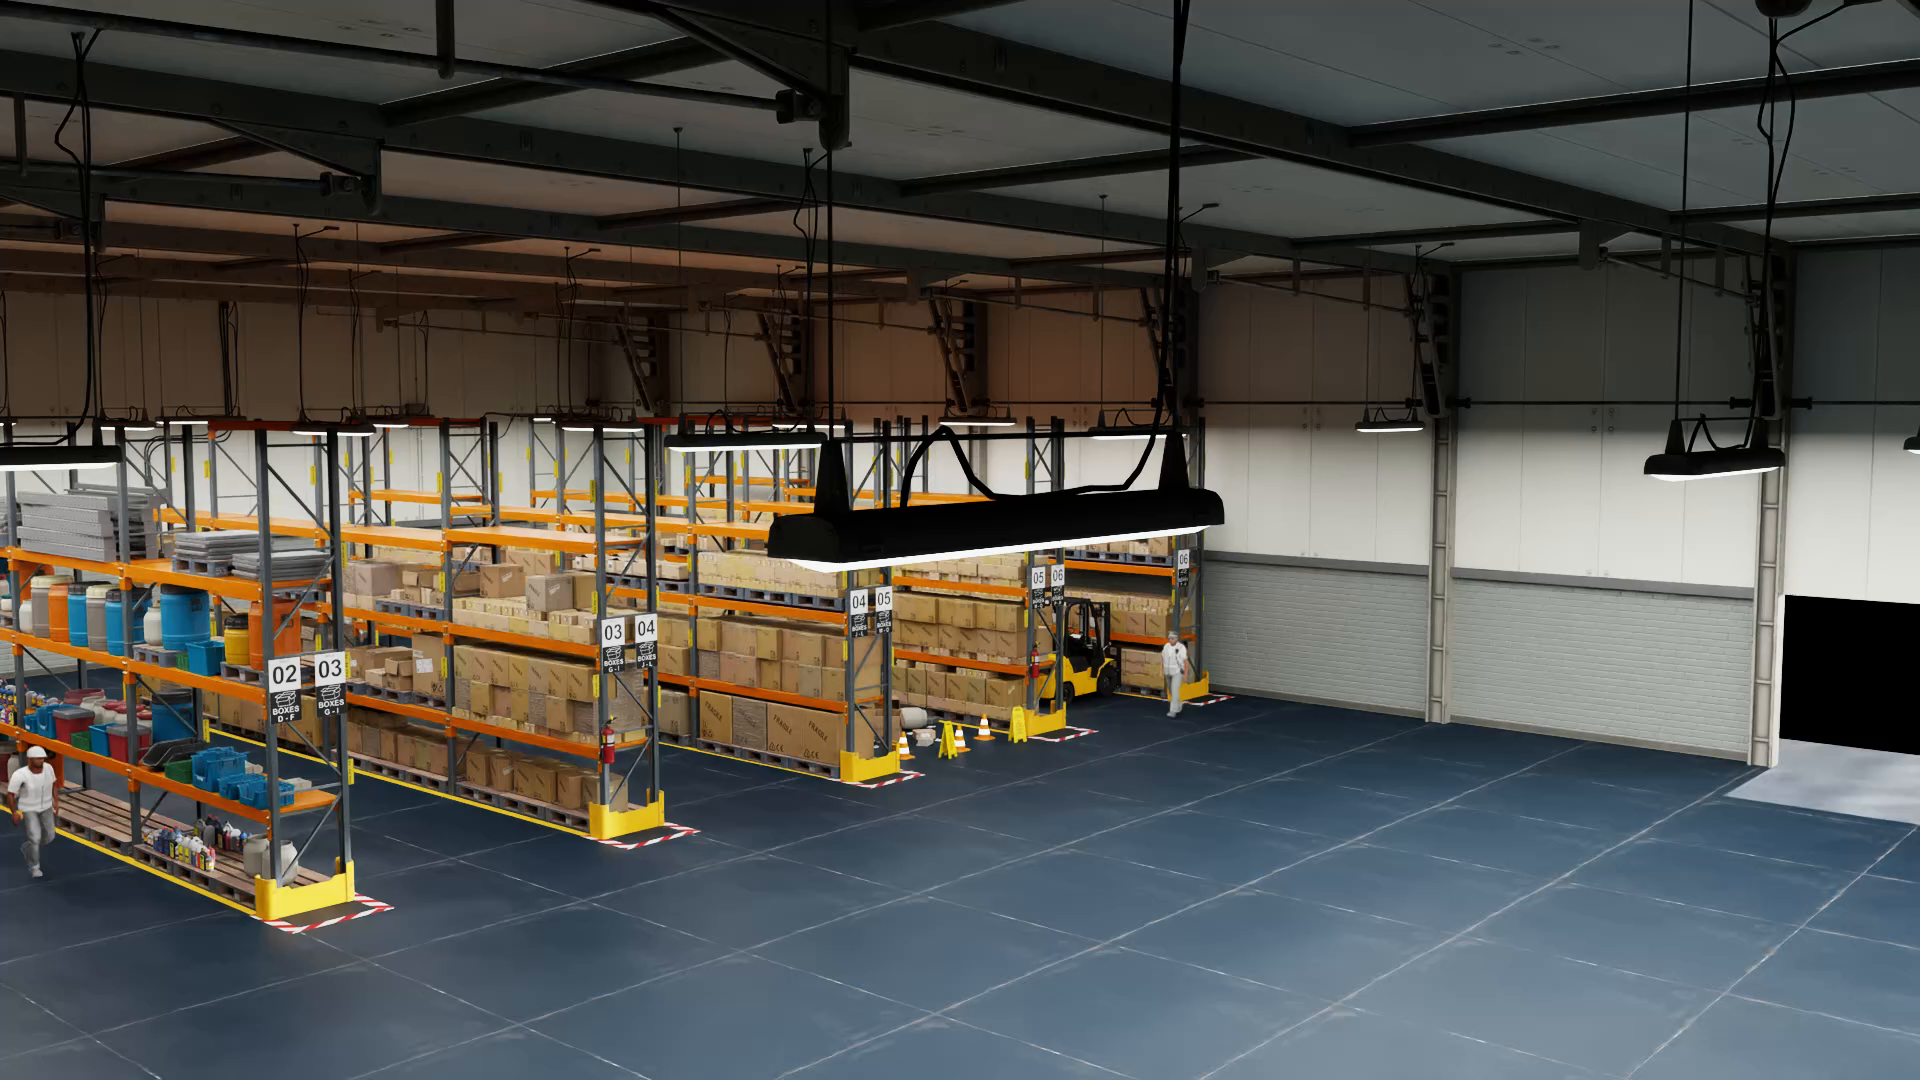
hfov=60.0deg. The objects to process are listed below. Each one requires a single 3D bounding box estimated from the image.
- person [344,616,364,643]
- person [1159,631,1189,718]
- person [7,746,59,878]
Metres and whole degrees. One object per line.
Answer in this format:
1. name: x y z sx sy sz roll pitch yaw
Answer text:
1. person: -14.412 2.302 39.304 0.393 1.508 1.023 3 5 30
2. person: 4.299 2.689 33.559 0.544 1.728 0.882 5 7 44
3. person: -12.462 3.614 22.317 0.656 1.744 0.659 3 5 28
